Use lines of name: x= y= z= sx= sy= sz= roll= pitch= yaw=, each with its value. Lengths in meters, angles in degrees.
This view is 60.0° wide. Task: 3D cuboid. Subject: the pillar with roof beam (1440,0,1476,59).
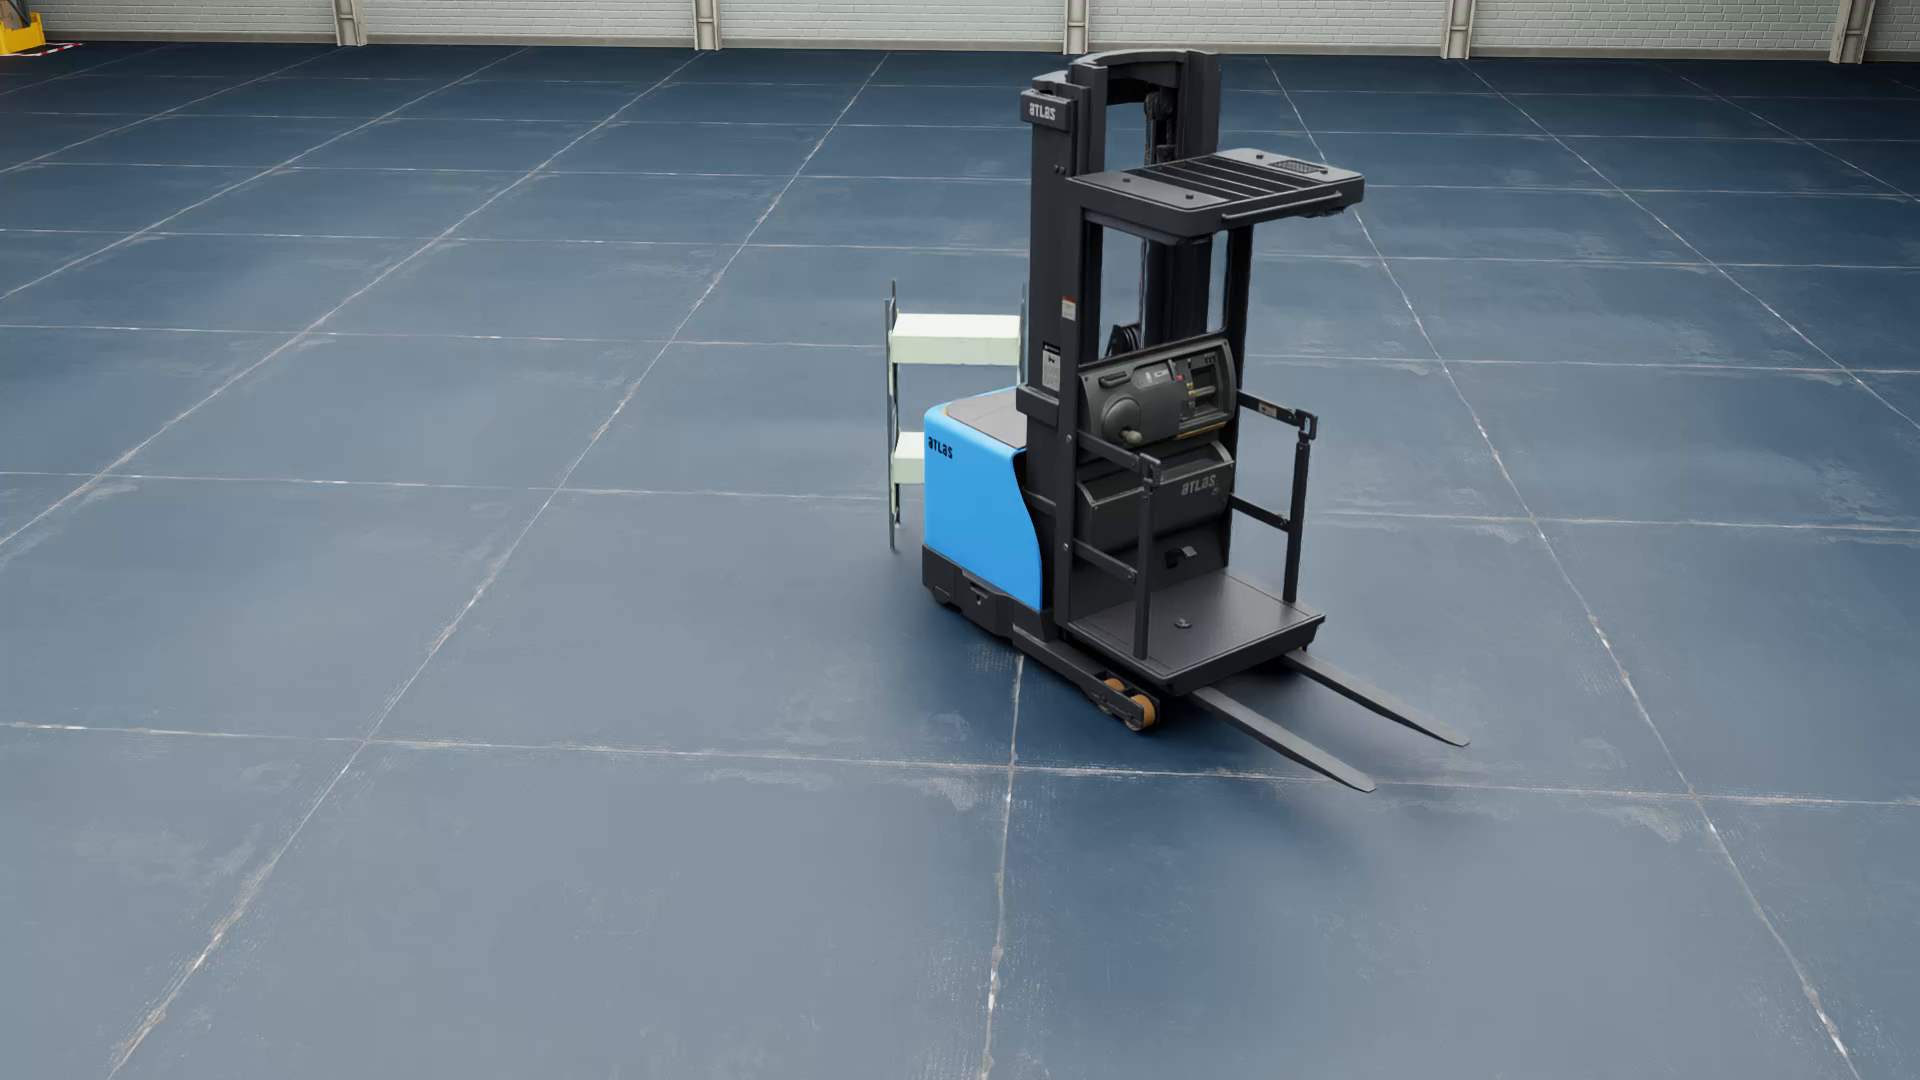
pillar with roof beam: x=7.518 y=-9.959 z=20.629 sx=0.400 sy=9.000 sz=9.100 roll=2 pitch=25 yaw=4

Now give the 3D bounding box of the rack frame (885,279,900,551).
rack frame: x=-0.383 y=-0.701 z=9.478 sx=0.023 sy=1.500 sz=0.400 roll=1 pitch=25 yaw=3

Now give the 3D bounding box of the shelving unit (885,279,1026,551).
shelving unit: x=-0.018 y=-0.691 z=9.459 sx=0.755 sy=1.500 sz=0.431 roll=1 pitch=25 yaw=3

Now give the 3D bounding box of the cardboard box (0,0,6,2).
cardboard box: x=-15.922 y=-8.888 z=27.069 sx=0.500 sy=0.250 sz=0.500 roll=1 pitch=25 yaw=3

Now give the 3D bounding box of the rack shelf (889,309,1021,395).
rack shelf: x=-0.018 y=-1.046 z=9.295 sx=0.720 sy=0.370 sz=0.431 roll=1 pitch=25 yaw=3

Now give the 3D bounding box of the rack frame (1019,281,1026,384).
rack frame: x=0.348 y=-0.682 z=9.439 sx=0.023 sy=1.500 sz=0.400 roll=1 pitch=25 yaw=3

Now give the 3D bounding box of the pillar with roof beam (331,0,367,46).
pillar with roof beam: x=-10.429 y=-10.535 z=21.881 sx=0.400 sy=9.000 sz=9.100 roll=2 pitch=25 yaw=4

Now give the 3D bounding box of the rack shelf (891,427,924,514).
rack shelf: x=-0.018 y=-0.395 z=9.595 sx=0.720 sy=0.370 sz=0.431 roll=1 pitch=25 yaw=3

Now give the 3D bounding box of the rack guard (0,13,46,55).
rack guard: x=-15.433 y=-8.262 z=27.107 sx=0.348 sy=0.500 sz=1.175 roll=2 pitch=25 yaw=4

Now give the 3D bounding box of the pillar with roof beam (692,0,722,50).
pillar with roof beam: x=-4.447 y=-10.343 z=21.463 sx=0.400 sy=9.000 sz=9.100 roll=2 pitch=25 yaw=4

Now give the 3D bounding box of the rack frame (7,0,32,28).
rack frame: x=-15.457 y=-9.398 z=26.586 sx=0.127 sy=3.000 sz=1.000 roll=2 pitch=25 yaw=4

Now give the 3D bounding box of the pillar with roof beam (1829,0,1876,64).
pillar with roof beam: x=13.500 y=-9.767 z=20.212 sx=0.400 sy=9.000 sz=9.100 roll=2 pitch=25 yaw=4

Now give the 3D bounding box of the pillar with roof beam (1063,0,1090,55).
pillar with roof beam: x=1.536 y=-10.151 z=21.046 sx=0.400 sy=9.000 sz=9.100 roll=2 pitch=25 yaw=4

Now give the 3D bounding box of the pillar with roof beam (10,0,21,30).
pillar with roof beam: x=-16.412 y=-10.727 z=22.298 sx=0.400 sy=9.000 sz=9.100 roll=2 pitch=25 yaw=4

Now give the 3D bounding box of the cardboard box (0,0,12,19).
cardboard box: x=-15.910 y=-8.669 z=27.190 sx=0.500 sy=0.250 sz=0.500 roll=2 pitch=25 yaw=5

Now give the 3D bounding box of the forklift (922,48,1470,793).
forklift: x=1.073 y=-0.669 z=7.697 sx=1.130 sy=2.935 sz=3.031 roll=-17 pitch=30 yaw=-33

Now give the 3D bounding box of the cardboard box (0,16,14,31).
cardboard box: x=-15.932 y=-8.437 z=27.285 sx=0.500 sy=0.250 sz=0.500 roll=2 pitch=25 yaw=4
